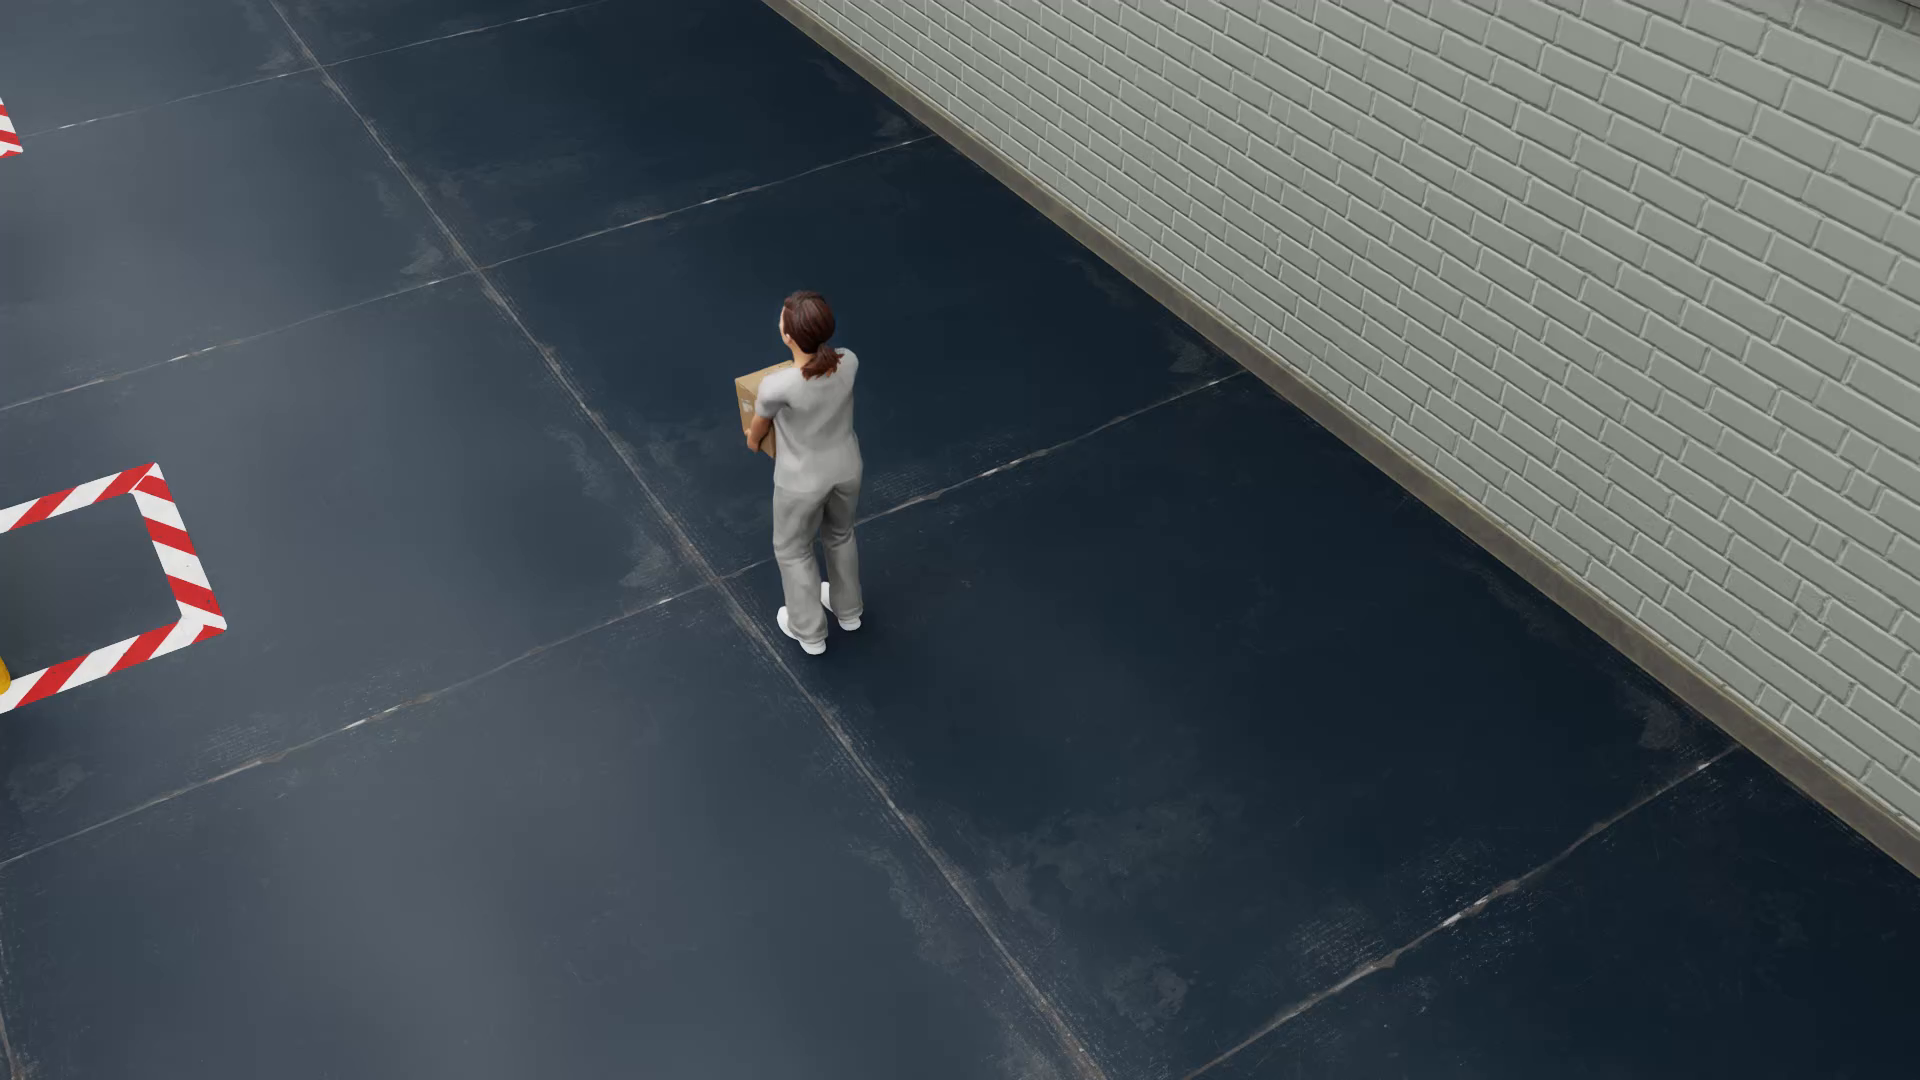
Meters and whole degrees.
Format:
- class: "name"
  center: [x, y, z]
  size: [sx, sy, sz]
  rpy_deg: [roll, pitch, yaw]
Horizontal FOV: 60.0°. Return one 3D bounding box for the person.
- class: "person"
  center: [-0.602, -0.289, 6.502]
  size: [0.409, 1.668, 0.525]
  rpy_deg: [-23, 46, -24]
